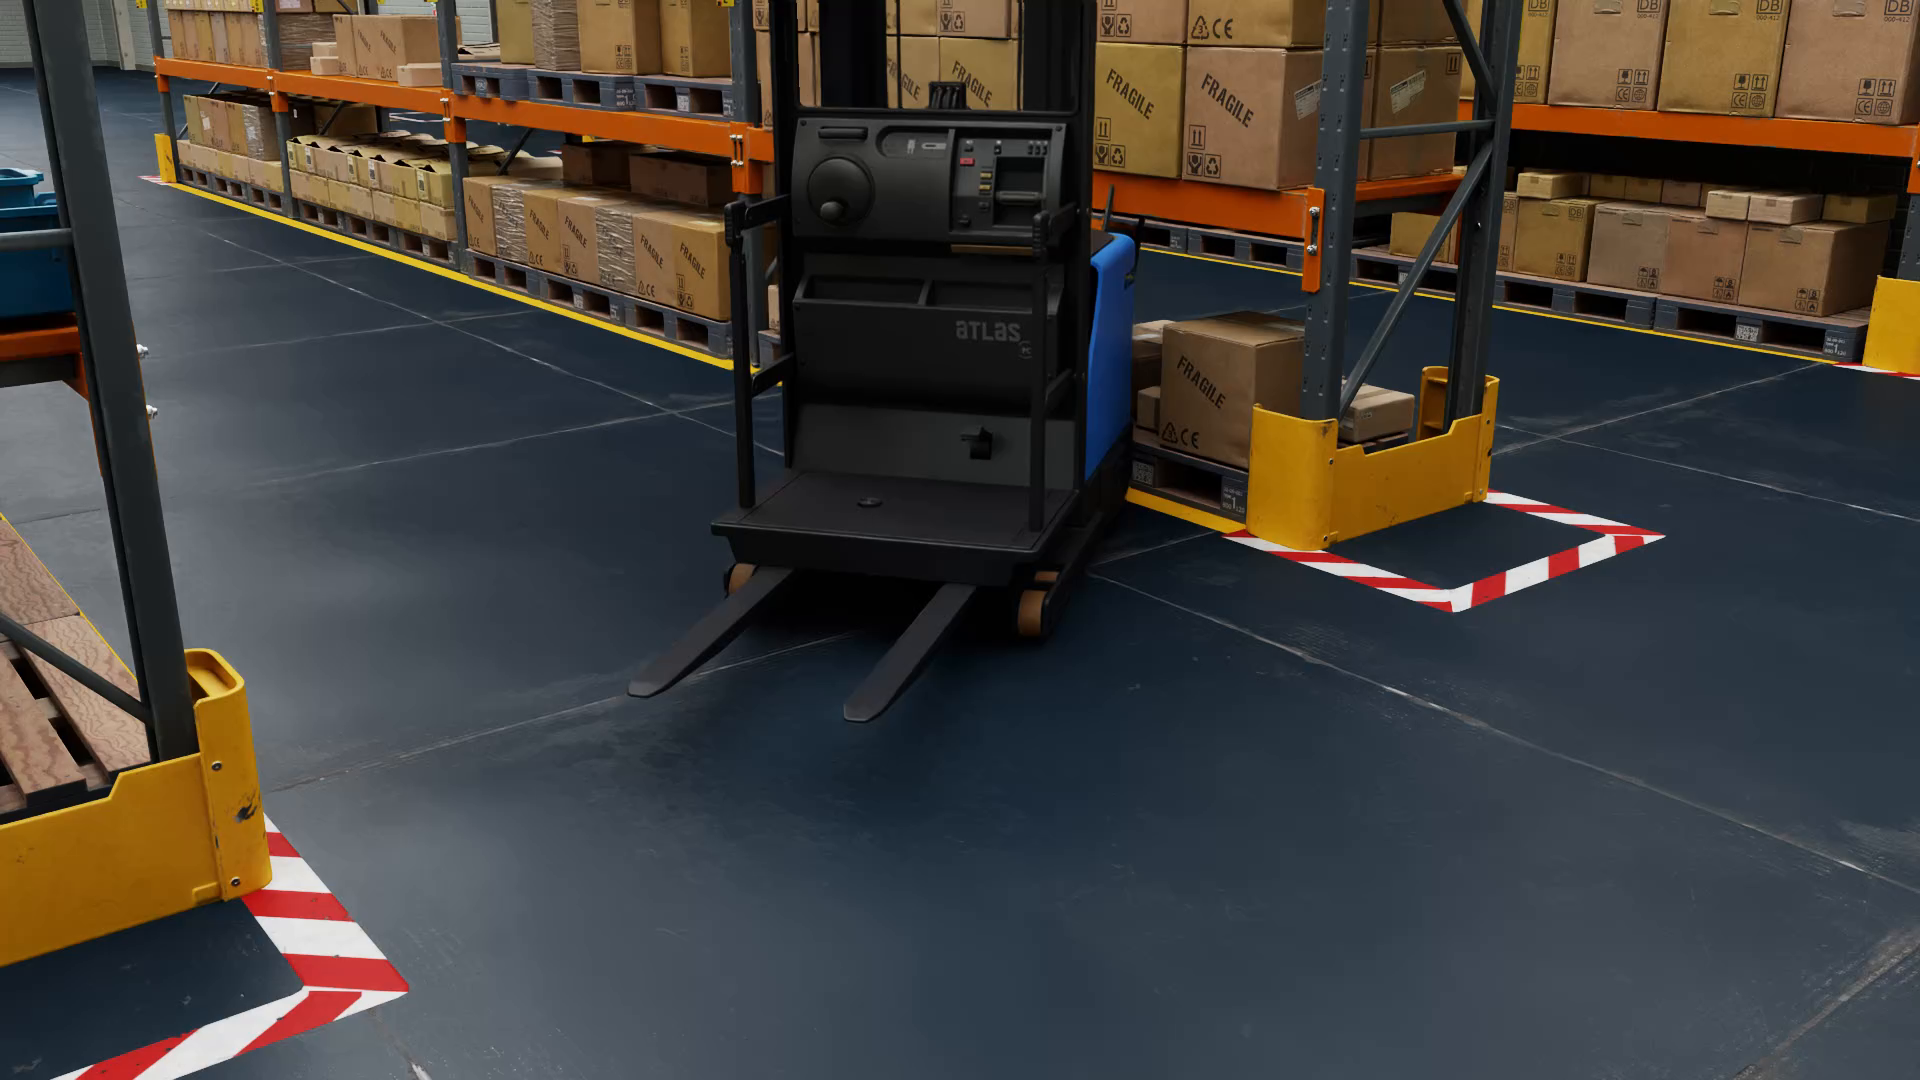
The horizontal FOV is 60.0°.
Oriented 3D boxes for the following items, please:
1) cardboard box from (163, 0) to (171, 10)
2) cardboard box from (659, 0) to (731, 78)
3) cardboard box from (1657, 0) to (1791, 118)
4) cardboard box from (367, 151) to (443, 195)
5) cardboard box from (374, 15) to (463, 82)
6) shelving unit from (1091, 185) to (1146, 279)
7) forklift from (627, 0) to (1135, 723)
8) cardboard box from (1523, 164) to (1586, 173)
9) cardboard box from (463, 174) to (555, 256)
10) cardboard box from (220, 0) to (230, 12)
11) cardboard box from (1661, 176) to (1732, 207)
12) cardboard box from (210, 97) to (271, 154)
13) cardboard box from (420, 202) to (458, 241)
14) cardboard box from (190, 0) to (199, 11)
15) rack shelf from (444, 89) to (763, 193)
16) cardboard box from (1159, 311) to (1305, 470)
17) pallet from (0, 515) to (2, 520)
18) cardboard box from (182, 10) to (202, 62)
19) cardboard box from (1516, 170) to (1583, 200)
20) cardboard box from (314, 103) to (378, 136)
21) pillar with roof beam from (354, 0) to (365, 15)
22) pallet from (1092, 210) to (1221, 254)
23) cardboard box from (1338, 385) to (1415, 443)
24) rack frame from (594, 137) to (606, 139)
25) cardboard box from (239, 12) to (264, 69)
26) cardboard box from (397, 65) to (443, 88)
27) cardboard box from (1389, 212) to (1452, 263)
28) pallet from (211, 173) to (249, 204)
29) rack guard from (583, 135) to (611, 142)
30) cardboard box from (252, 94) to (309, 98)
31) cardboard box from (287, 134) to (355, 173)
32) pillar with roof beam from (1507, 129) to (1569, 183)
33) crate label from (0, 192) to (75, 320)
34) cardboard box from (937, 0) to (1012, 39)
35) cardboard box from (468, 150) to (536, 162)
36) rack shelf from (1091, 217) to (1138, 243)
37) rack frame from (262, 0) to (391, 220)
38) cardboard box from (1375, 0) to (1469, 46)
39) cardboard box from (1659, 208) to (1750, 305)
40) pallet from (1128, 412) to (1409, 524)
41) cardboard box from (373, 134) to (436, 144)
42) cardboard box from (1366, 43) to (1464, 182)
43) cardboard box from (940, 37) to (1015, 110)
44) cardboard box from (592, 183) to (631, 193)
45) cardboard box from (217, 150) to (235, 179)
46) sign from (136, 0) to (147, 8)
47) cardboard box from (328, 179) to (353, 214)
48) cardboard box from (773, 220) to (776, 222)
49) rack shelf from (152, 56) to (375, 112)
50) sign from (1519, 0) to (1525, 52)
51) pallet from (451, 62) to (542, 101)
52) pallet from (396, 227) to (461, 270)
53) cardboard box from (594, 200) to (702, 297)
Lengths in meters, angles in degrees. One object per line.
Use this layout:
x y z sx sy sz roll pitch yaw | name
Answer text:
-8.164 -5.670 17.522 0.380 0.149 0.250 -14 23 -36 | cardboard box
-1.384 -3.060 10.006 0.700 0.500 0.500 -10 21 -28 | cardboard box
4.791 -2.921 9.936 0.980 0.700 0.700 -14 23 -37 | cardboard box
-4.429 -2.975 13.388 0.500 0.311 0.500 -14 23 -36 | cardboard box
-4.327 -3.939 13.329 0.500 0.500 0.500 -16 24 -39 | cardboard box
0.437 -0.918 7.106 0.258 1.200 0.503 -1 15 -44 | shelving unit
-0.164 -1.202 5.330 1.130 2.935 3.031 5 19 14 | forklift
4.035 -2.460 11.298 0.380 0.149 0.250 -15 23 -38 | cardboard box
-3.214 -2.336 11.922 0.500 0.500 0.500 -13 22 -34 | cardboard box
-6.880 -5.161 15.986 0.380 0.149 0.250 -13 22 -35 | cardboard box
4.668 -2.209 10.538 0.380 0.149 0.250 -14 23 -35 | cardboard box
-7.151 -4.157 16.659 0.500 0.500 0.500 -14 23 -36 | cardboard box
-3.790 -2.458 12.719 0.500 0.250 0.500 -13 23 -35 | cardboard box
-7.522 -5.416 16.755 0.380 0.149 0.250 -15 23 -38 | cardboard box
-2.030 -2.647 10.730 1.077 0.370 4.000 -14 23 -36 | rack shelf
1.164 -0.619 6.735 0.500 0.500 0.500 -14 23 -36 | cardboard box
-4.187 -0.033 6.126 1.003 0.211 1.213 -14 23 -36 | pallet
-7.630 -5.255 17.300 0.700 0.500 0.500 -13 22 -35 | cardboard box
3.870 -2.332 10.909 0.380 0.149 0.250 -15 23 -38 | cardboard box
-5.798 -3.893 15.860 0.500 0.500 0.500 -14 23 -36 | cardboard box
-14.071 -11.382 26.420 9.100 9.000 0.400 -14 23 -36 | pillar with roof beam
1.792 -2.616 13.928 1.003 0.211 1.213 -14 23 -36 | pallet
1.704 -0.536 7.045 0.380 0.149 0.250 -14 23 -36 | cardboard box
-4.358 -6.421 20.981 1.000 3.000 0.127 -14 23 -36 | rack frame
-6.369 -4.752 15.782 0.700 0.500 0.500 -14 23 -37 | cardboard box
-4.047 -3.530 12.651 0.380 0.149 0.250 -14 23 -36 | cardboard box
3.476 -2.272 11.761 0.700 0.500 0.500 -14 23 -35 | cardboard box
-6.978 -3.649 17.045 1.003 0.211 1.213 -14 23 -36 | pallet
-4.311 -5.215 21.318 1.175 0.500 0.348 -14 23 -36 | rack guard
-7.041 -4.385 17.348 0.500 0.500 0.500 -14 23 -36 | cardboard box
-5.694 -3.477 14.906 0.500 0.311 0.500 -14 23 -36 | cardboard box
0.830 -5.468 8.560 9.100 9.000 0.400 -14 23 -36 | pillar with roof beam
-2.085 -0.619 3.630 0.416 0.233 0.303 -14 23 -36 | crate label
0.244 -2.466 7.289 0.500 0.500 0.500 -13 22 -34 | cardboard box
-3.700 -2.956 13.332 0.500 0.311 0.500 -15 23 -37 | cardboard box
0.499 -1.300 7.036 0.258 0.148 0.480 -1 15 -44 | rack shelf
-5.756 -4.467 15.082 1.000 3.000 0.127 -14 23 -36 | rack frame
1.626 -2.193 6.465 0.500 0.500 0.500 -13 22 -34 | cardboard box
4.752 -1.767 10.236 0.700 0.500 0.500 -14 23 -36 | cardboard box
1.152 -0.402 7.240 1.003 0.211 1.213 -14 23 -36 | pallet
-4.952 -3.457 14.844 0.500 0.311 0.500 -13 22 -35 | cardboard box
1.626 -1.719 6.622 0.500 0.500 0.500 -13 23 -35 | cardboard box
0.260 -1.991 7.443 0.500 0.500 0.500 -14 23 -37 | cardboard box
-2.186 -2.192 11.486 0.500 0.500 0.500 -15 24 -38 | cardboard box
-7.151 -3.802 16.778 0.500 0.250 0.500 -14 23 -36 | cardboard box
-8.678 -5.795 17.588 0.100 0.325 0.005 -14 23 -36 | sign
-5.059 -2.960 14.237 0.500 0.250 0.500 -15 23 -38 | cardboard box
-0.898 -1.685 9.956 0.500 0.500 0.500 -15 24 -39 | cardboard box
-6.998 -4.619 16.683 1.077 0.370 4.000 -14 23 -36 | rack shelf
2.120 -2.027 6.336 0.100 0.325 0.005 -14 23 -36 | sign
-2.796 -3.237 11.673 1.213 0.211 1.003 -14 23 -36 | pallet
-3.753 -2.368 13.179 1.003 0.211 1.213 -14 23 -36 | pallet
-1.931 -1.831 10.397 0.500 0.500 0.500 -14 23 -35 | cardboard box
